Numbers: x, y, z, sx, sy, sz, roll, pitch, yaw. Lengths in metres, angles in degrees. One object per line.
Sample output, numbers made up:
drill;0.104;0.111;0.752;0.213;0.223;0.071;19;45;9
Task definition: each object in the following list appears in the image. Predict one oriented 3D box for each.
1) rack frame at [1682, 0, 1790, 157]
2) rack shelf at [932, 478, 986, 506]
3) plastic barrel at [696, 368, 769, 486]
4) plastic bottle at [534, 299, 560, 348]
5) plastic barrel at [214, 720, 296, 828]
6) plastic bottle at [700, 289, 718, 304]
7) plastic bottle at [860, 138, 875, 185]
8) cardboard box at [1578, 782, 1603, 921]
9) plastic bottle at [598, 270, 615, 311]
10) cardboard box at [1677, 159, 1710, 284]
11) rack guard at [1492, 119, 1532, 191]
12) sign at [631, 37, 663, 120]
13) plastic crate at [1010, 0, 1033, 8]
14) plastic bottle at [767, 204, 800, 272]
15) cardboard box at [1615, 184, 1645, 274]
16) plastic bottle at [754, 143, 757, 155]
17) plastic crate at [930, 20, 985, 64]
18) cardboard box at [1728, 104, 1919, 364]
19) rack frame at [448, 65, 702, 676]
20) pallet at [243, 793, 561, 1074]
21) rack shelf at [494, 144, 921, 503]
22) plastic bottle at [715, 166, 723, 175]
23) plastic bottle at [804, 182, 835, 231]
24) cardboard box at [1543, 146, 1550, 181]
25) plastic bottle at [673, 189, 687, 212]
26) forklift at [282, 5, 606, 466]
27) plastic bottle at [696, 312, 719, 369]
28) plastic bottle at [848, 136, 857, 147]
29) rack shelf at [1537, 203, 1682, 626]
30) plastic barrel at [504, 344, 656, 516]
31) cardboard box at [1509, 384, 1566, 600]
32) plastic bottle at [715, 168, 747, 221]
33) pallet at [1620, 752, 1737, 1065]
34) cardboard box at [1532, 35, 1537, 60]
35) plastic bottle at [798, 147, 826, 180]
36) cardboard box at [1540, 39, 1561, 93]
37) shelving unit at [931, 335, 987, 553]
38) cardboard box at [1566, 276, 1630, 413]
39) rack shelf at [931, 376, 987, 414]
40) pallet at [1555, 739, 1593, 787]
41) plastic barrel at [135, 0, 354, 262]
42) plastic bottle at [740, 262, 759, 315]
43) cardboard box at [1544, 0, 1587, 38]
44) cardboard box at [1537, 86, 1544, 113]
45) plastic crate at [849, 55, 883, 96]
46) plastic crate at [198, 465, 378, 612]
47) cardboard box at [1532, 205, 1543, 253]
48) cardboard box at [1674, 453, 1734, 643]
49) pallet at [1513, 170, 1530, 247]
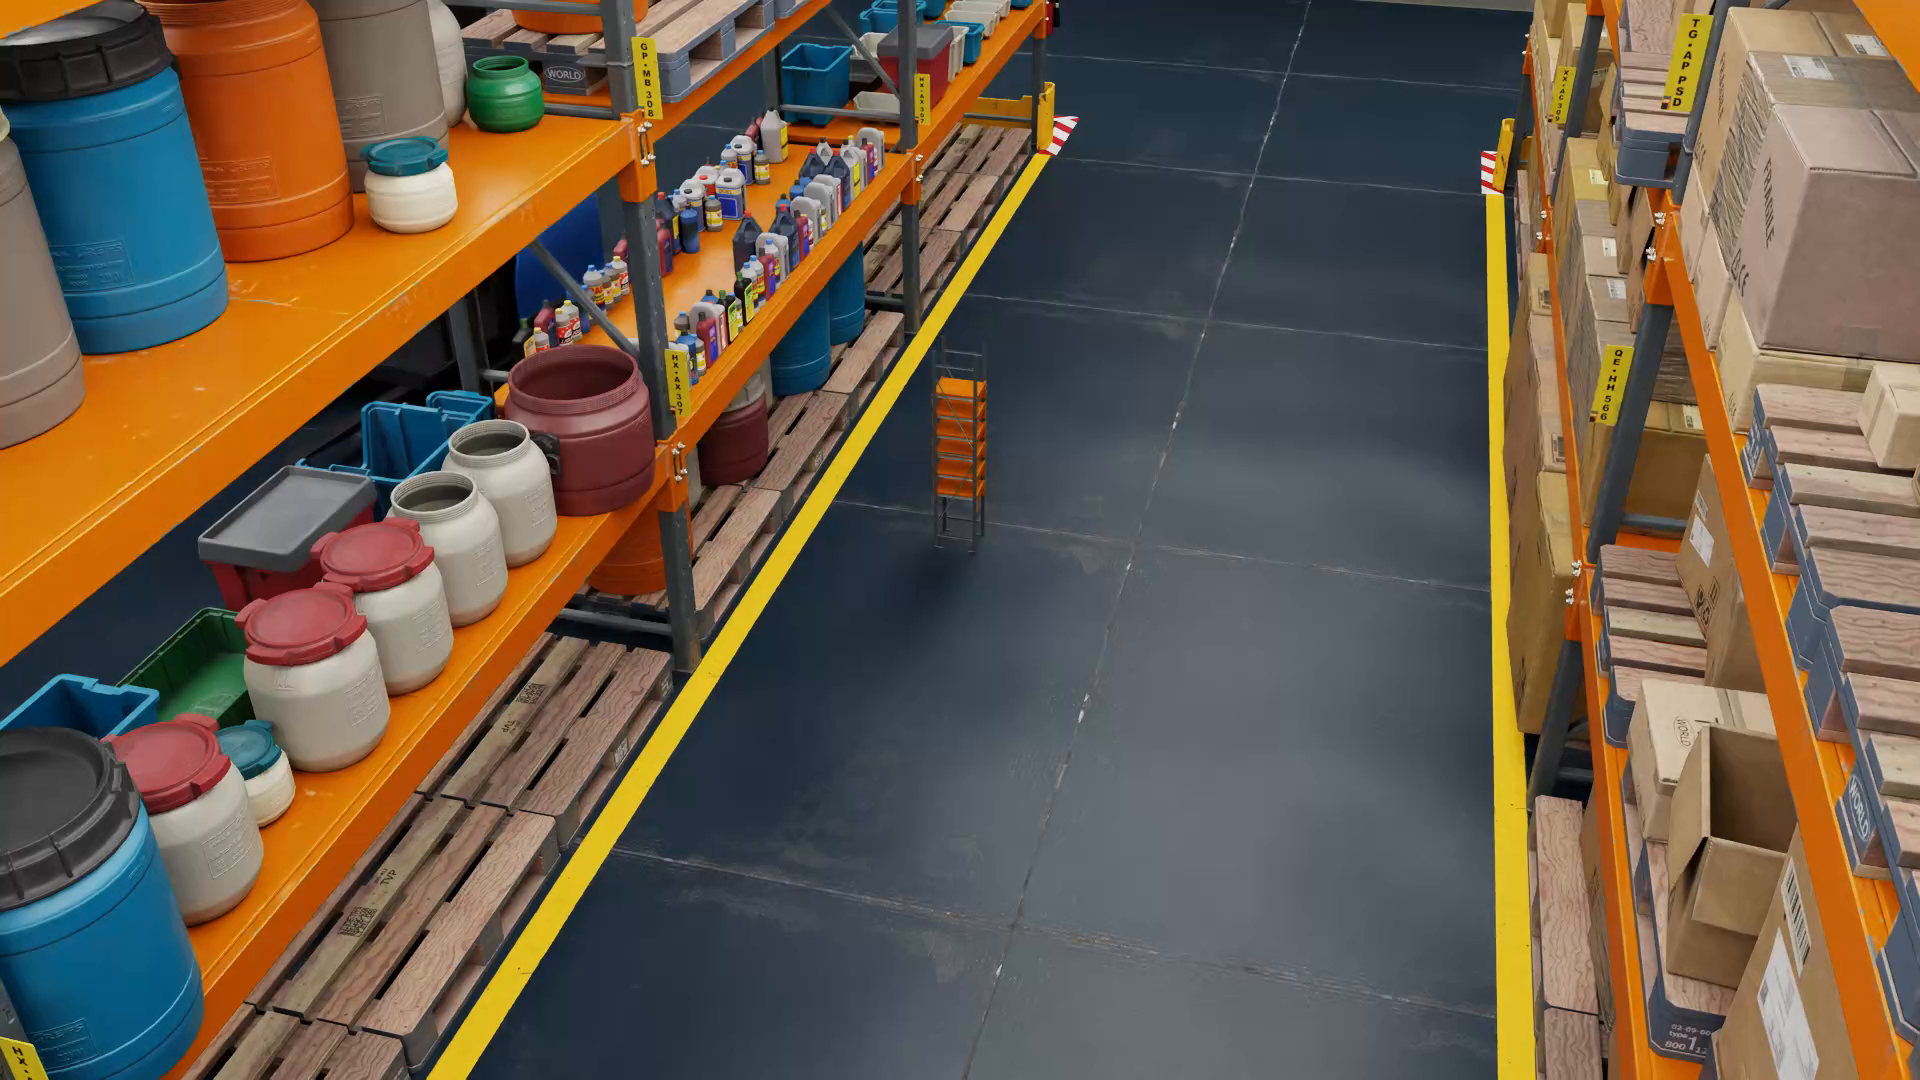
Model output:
rack frame;3.004;-2.555;4.881;1.000;3.000;0.127;8;33;12
rack shelf;-0.004;-0.259;9.069;0.258;0.103;0.180;8;33;12
plastic barrel;-1.393;-0.699;9.411;0.600;0.588;0.708;8;33;12
plastic bottle;-2.038;-1.036;8.193;0.061;0.283;0.133;8;33;12
plastic barrel;-2.318;0.771;5.371;0.301;0.262;0.301;0;32;0
plastic bottle;-1.250;-1.129;8.349;0.097;0.271;0.097;0;32;0
plastic bottle;-0.574;-2.349;10.258;0.061;0.283;0.133;8;33;12
cardboard box;2.853;1.196;6.492;0.700;0.500;0.500;6;33;10
plastic bottle;-1.868;-1.312;8.702;0.097;0.201;0.097;0;32;0
cardboard box;2.638;-1.017;5.397;0.500;0.250;0.500;9;33;13
rack guard;5.040;-3.132;13.711;1.175;0.500;0.348;8;33;12
sign;-1.253;-1.848;6.663;0.100;0.325;0.005;8;33;12
plastic crate;0.339;-4.690;13.743;0.616;0.435;0.499;8;33;12
plastic bottle;-0.968;-1.659;9.110;0.144;0.351;0.185;8;33;12
cardboard box;3.537;-1.553;7.868;0.797;0.503;0.637;9;34;14
plastic bottle;-1.323;-2.426;10.455;0.097;0.201;0.097;0;32;0
plastic crate;-0.030;-3.703;12.379;0.416;0.233;0.300;8;33;12
cardboard box;2.383;-0.809;4.371;0.500;0.500;0.500;7;33;11
rack frame;-1.787;-0.698;7.551;1.000;3.000;0.127;8;33;12
pallet;-2.333;1.507;6.683;1.003;0.211;1.213;8;33;12
rack shelf;-1.279;-1.432;9.377;1.077;0.370;4.000;8;33;12
plastic bottle;-1.456;-2.154;10.027;0.097;0.201;0.097;0;32;0
plastic bottle;-0.814;-1.951;9.639;0.152;0.276;0.135;8;33;12
cardboard box;3.845;-2.330;10.353;0.380;0.149;0.250;9;33;13
plastic bottle;-1.608;-1.873;9.521;0.097;0.271;0.097;0;32;0
forklift;-3.531;-2.291;10.122;1.130;2.935;3.031;13;35;20
plastic bottle;-1.237;-0.993;8.125;0.061;0.283;0.133;8;33;12
plastic bottle;-0.685;-2.448;10.490;0.097;0.201;0.097;0;32;0
rack shelf;3.511;-0.758;8.316;1.077;0.370;4.000;8;33;12
plastic barrel;-1.612;-0.473;7.071;0.600;0.536;0.708;8;33;12
cardboard box;3.433;-0.121;8.233;1.225;0.875;0.875;8;33;13
plastic bottle;-1.346;-2.031;9.765;0.152;0.276;0.135;8;33;12
pallet;2.541;1.090;4.918;1.003;0.211;1.213;8;33;12
cardboard box;4.496;-3.663;12.450;0.380;0.149;0.250;7;33;11
plastic bottle;-0.875;-2.155;9.889;0.144;0.351;0.185;8;33;12
cardboard box;4.267;-3.222;11.385;0.500;0.250;0.500;7;33;11
shelving unit;-0.004;-0.499;8.916;0.258;1.200;0.189;8;33;12
cardboard box;3.150;-0.883;7.750;0.500;0.500;0.500;7;33;11
rack shelf;-0.004;-0.765;8.747;0.258;0.103;0.180;8;33;12
pallet;3.277;0.755;7.866;1.003;0.211;1.213;8;33;12
plastic barrel;-2.371;-1.409;5.474;0.600;0.830;0.708;8;33;12
plastic bottle;-1.099;-1.309;8.634;0.097;0.271;0.097;0;32;0
cardboard box;4.398;-3.812;11.614;0.500;0.500;0.500;7;33;11
cardboard box;4.171;-2.995;11.399;0.380;0.149;0.250;9;33;13
plastic crate;-0.748;-3.300;11.845;0.437;0.125;0.590;8;33;12
plastic crate;-2.493;0.072;6.281;0.402;0.464;0.583;8;33;12
cardboard box;4.492;-2.178;11.469;0.875;0.875;0.875;8;33;12
cardboard box;2.905;0.043;5.902;0.500;0.500;0.500;4;33;6
pallet;4.907;-2.572;13.100;1.003;0.211;1.213;8;33;12
